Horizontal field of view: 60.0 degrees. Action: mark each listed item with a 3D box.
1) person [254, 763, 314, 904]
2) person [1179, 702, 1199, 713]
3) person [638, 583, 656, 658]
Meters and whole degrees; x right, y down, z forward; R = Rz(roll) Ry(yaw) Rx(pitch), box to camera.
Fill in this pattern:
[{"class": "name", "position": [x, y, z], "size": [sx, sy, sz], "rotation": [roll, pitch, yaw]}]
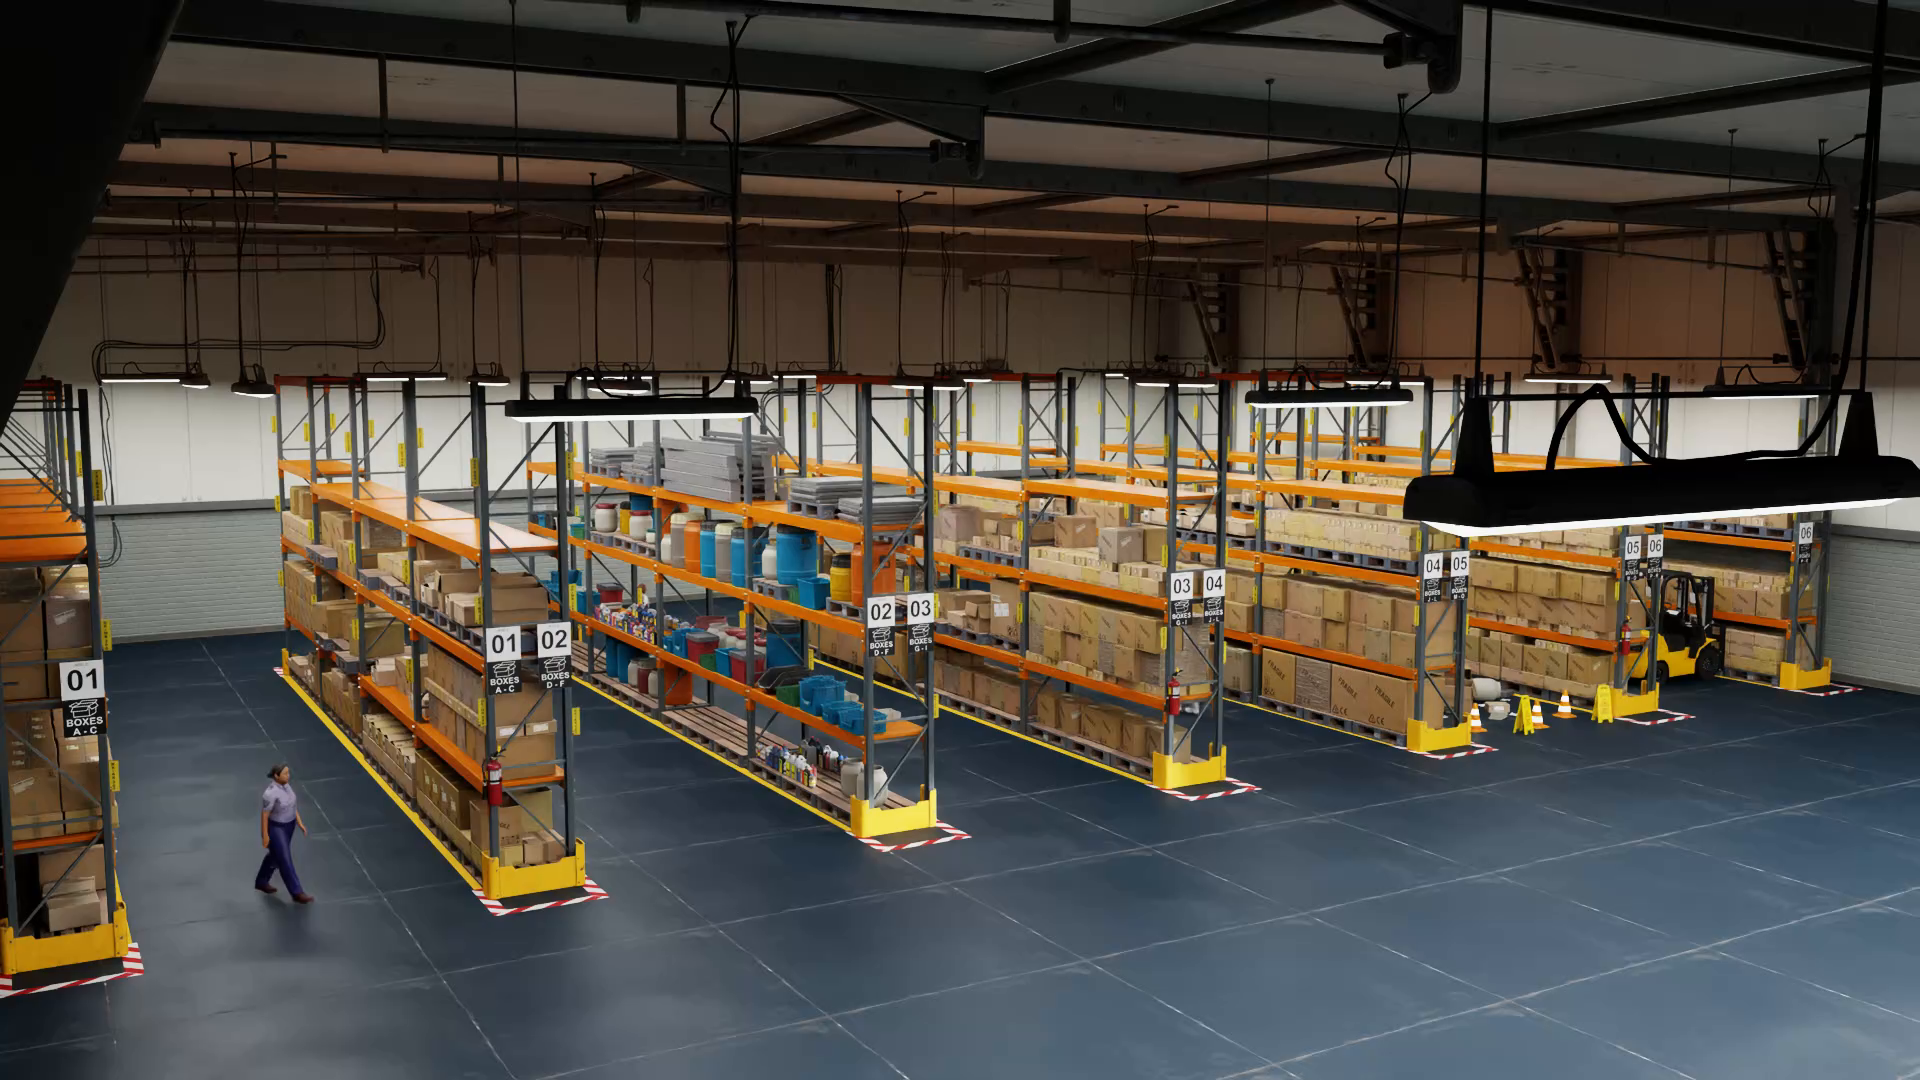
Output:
[{"class": "person", "position": [-7.899, 3.393, 19.432], "size": [0.980, 1.592, 0.528], "rotation": [1, 6, 13]}, {"class": "person", "position": [4.054, 2.290, 29.701], "size": [0.453, 1.690, 0.607], "rotation": [-5, 8, -40]}, {"class": "person", "position": [-6.702, 1.716, 35.054], "size": [0.458, 1.617, 0.562], "rotation": [4, 7, 31]}]
